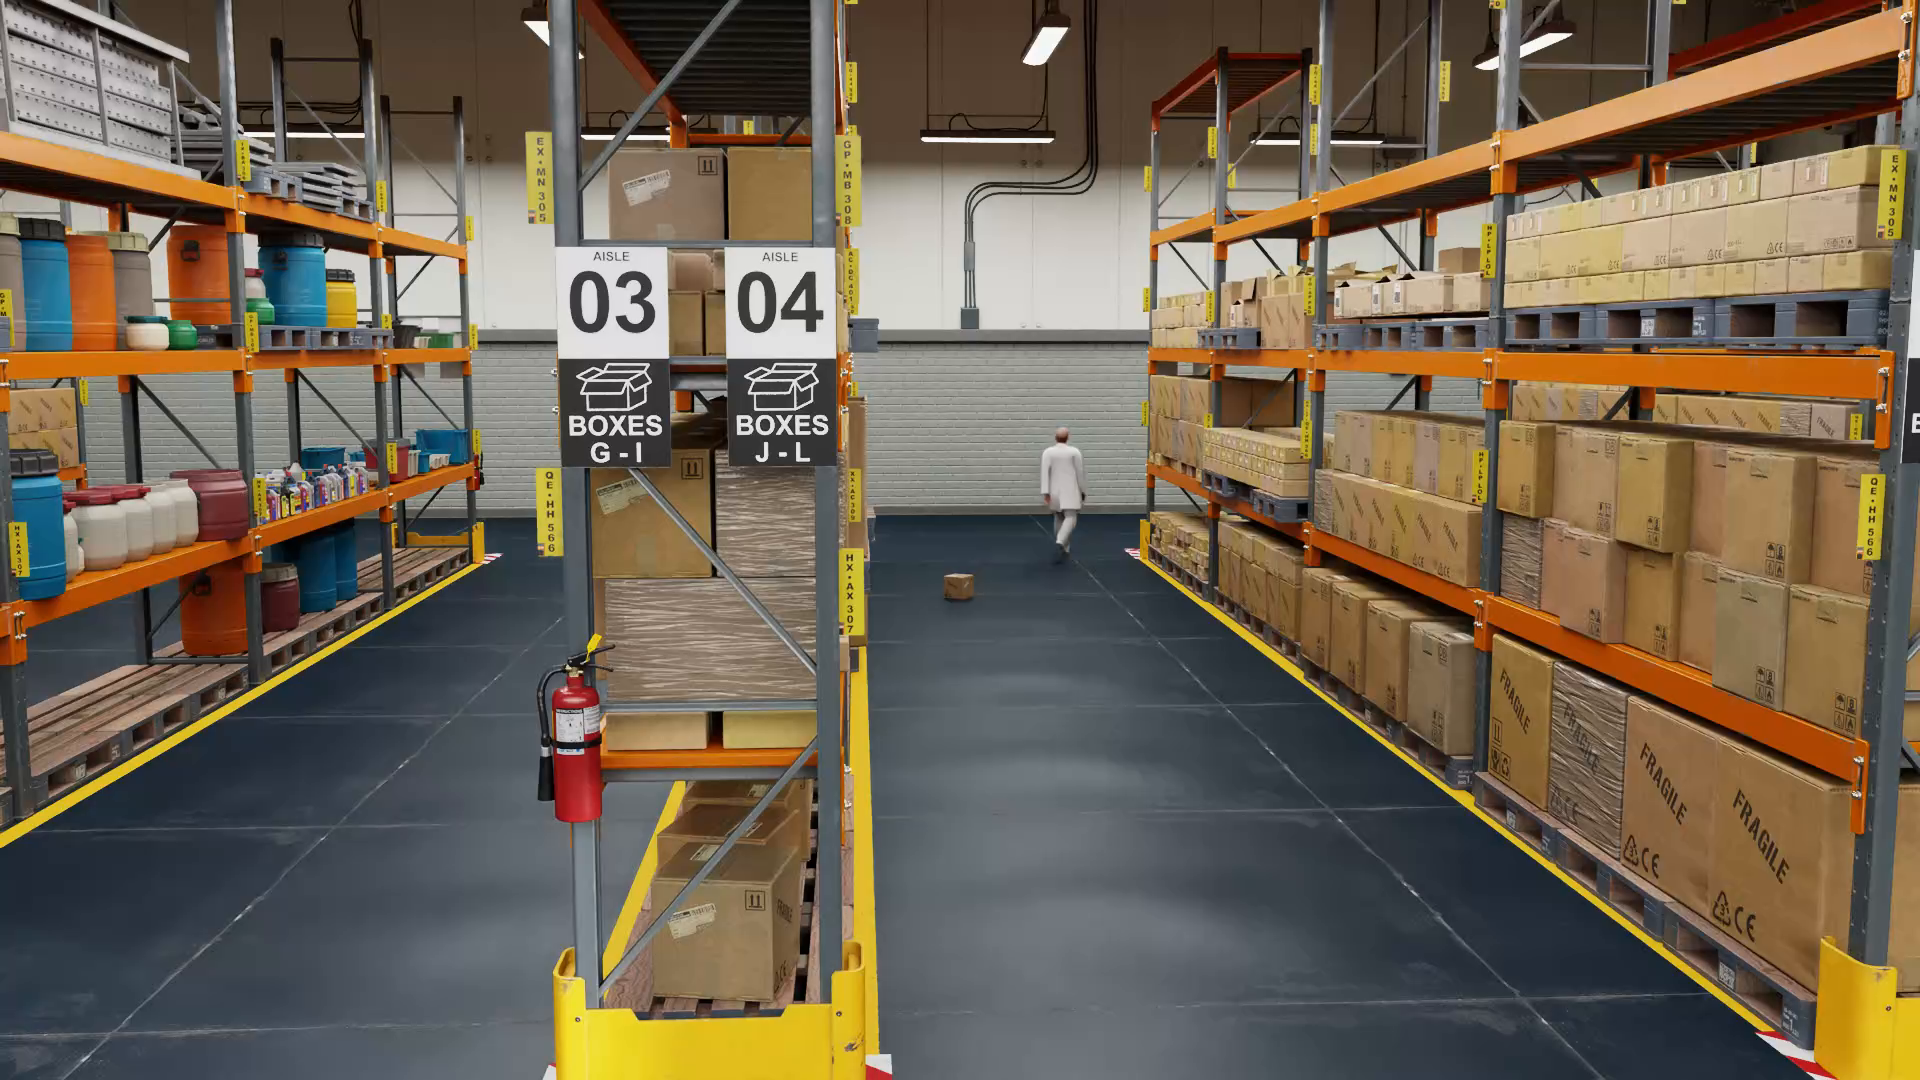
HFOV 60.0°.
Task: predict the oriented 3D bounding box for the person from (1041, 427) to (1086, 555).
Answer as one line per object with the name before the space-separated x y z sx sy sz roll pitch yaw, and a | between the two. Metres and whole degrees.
person | 1.383 -0.638 22.253 0.559 1.727 1.019 2 7 20
